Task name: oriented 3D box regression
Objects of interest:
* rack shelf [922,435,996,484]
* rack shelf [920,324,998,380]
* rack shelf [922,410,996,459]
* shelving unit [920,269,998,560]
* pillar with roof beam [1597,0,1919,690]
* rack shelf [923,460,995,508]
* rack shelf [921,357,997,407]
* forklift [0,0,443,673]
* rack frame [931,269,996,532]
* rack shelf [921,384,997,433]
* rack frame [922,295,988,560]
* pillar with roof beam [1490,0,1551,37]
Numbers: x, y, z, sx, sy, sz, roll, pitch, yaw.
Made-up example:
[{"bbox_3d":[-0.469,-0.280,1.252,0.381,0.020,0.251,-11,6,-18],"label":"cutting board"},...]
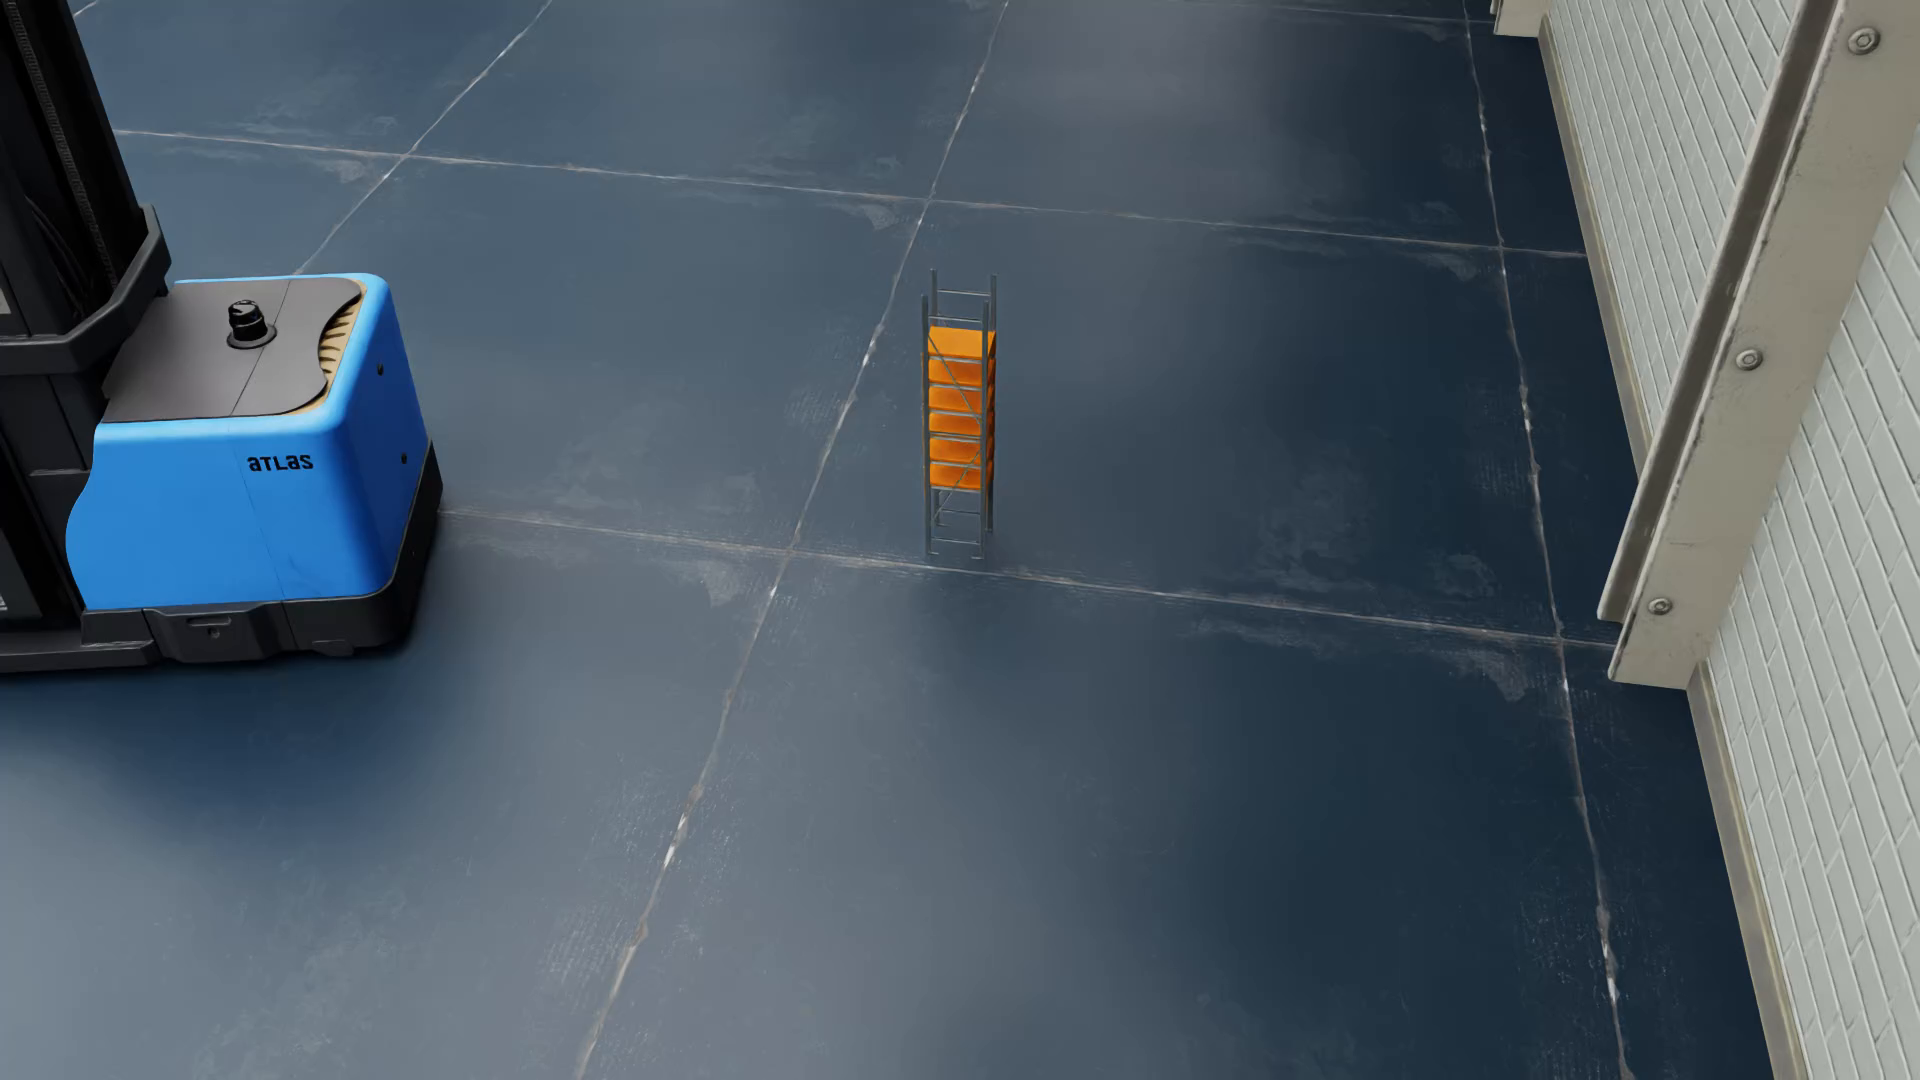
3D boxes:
[{"bbox_3d":[-0.003,-0.327,6.461,0.258,0.103,0.180,6,40,8],"label":"rack shelf"},{"bbox_3d":[-0.002,-0.697,6.156,0.258,0.103,0.180,6,40,8],"label":"rack shelf"},{"bbox_3d":[-0.003,-0.419,6.385,0.258,0.103,0.180,6,40,8],"label":"rack shelf"},{"bbox_3d":[-0.002,-0.453,6.357,0.258,1.200,0.189,6,40,8],"label":"shelving unit"},{"bbox_3d":[-1.663,-3.533,3.960,9.100,9.000,0.400,6,40,8],"label":"pillar with roof beam"},{"bbox_3d":[-0.003,-0.234,6.538,0.258,0.103,0.180,6,40,8],"label":"rack shelf"},{"bbox_3d":[-0.002,-0.604,6.232,0.258,0.103,0.180,6,40,8],"label":"rack shelf"},{"bbox_3d":[-3.618,-0.939,5.586,3.031,2.935,1.130,-3,40,-4],"label":"forklift"},{"bbox_3d":[0.013,-0.511,6.426,0.240,1.200,0.006,6,40,8],"label":"rack frame"},{"bbox_3d":[-0.002,-0.512,6.309,0.258,0.103,0.180,6,40,8],"label":"rack shelf"},{"bbox_3d":[-0.018,-0.396,6.287,0.240,1.200,0.006,6,40,8],"label":"rack frame"},{"bbox_3d":[-0.624,-7.298,8.515,9.100,9.000,0.400,6,40,8],"label":"pillar with roof beam"}]
